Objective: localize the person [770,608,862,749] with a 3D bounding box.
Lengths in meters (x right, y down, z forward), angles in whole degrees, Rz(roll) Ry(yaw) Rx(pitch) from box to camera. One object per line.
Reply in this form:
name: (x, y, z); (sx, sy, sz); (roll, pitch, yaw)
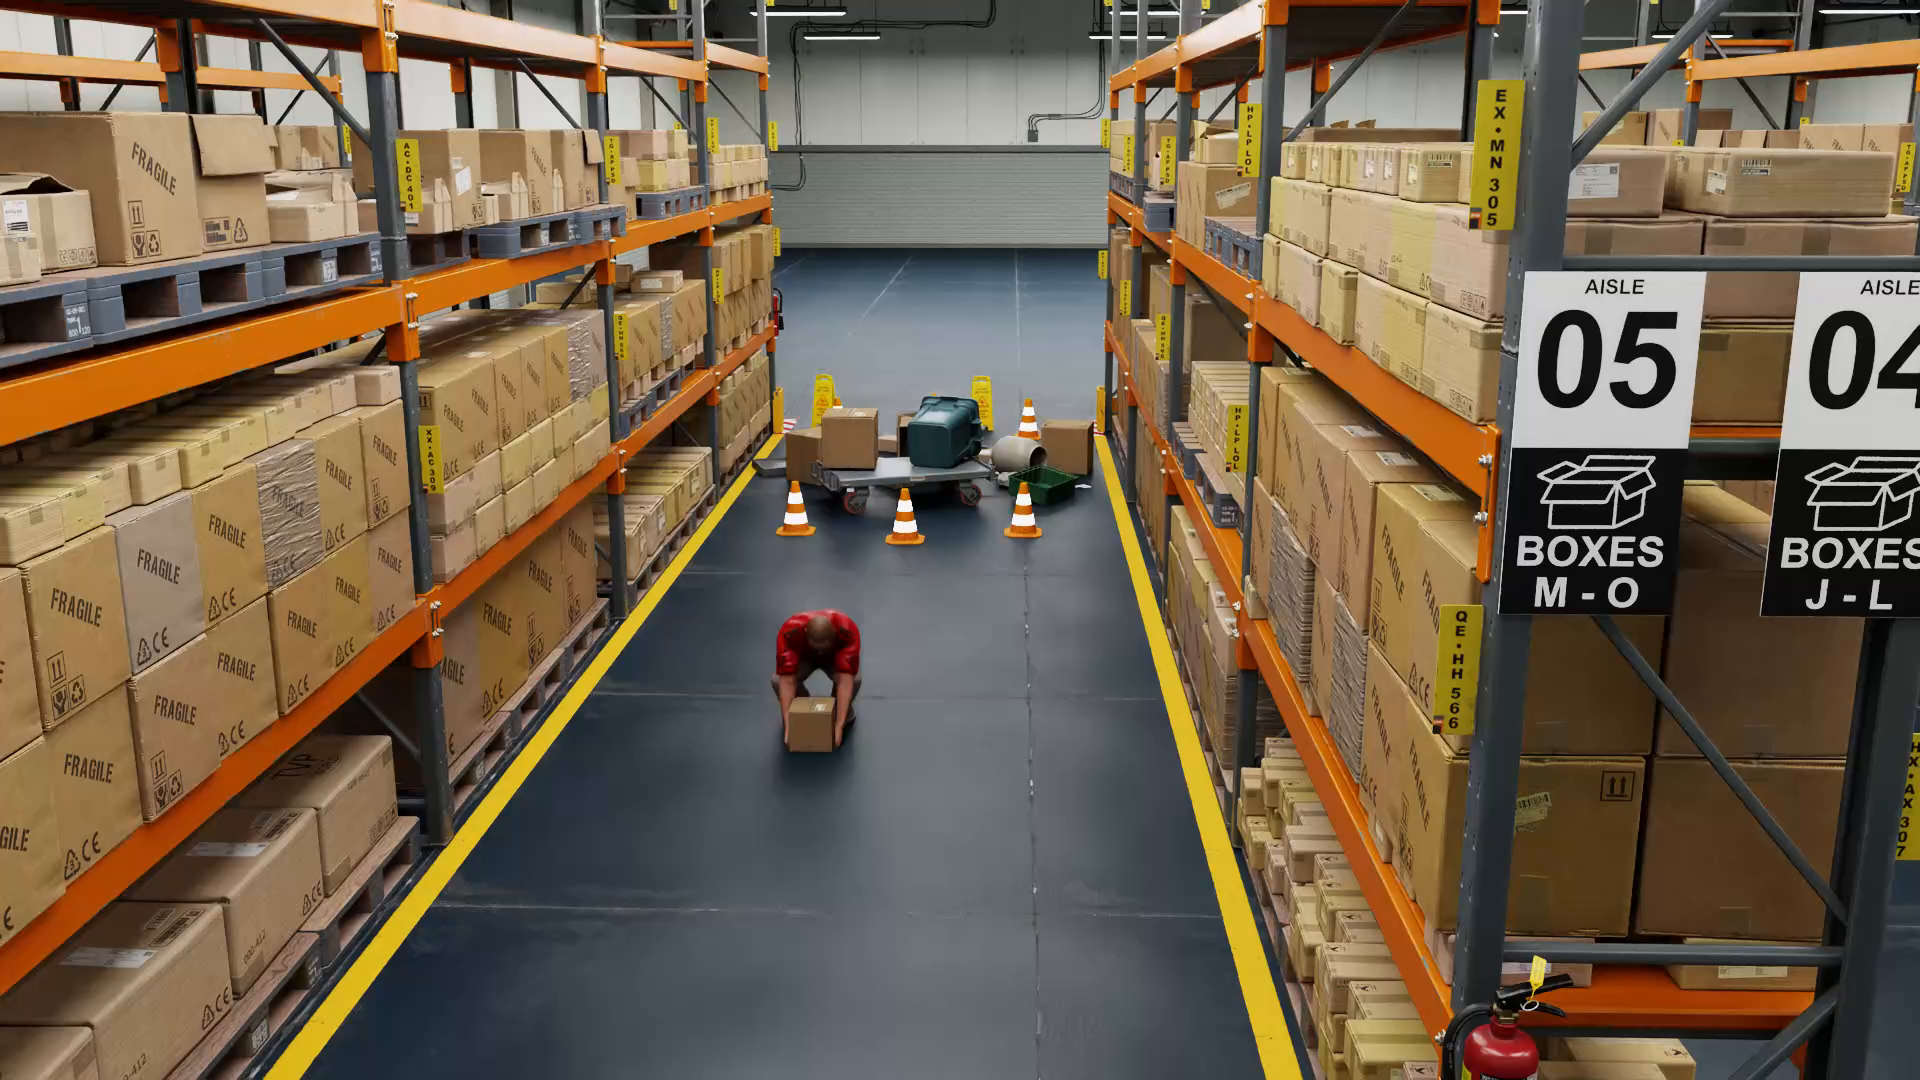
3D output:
person: (-0.858, 0.768, 9.991); (0.546, 0.851, 0.881); (0, 14, 1)
